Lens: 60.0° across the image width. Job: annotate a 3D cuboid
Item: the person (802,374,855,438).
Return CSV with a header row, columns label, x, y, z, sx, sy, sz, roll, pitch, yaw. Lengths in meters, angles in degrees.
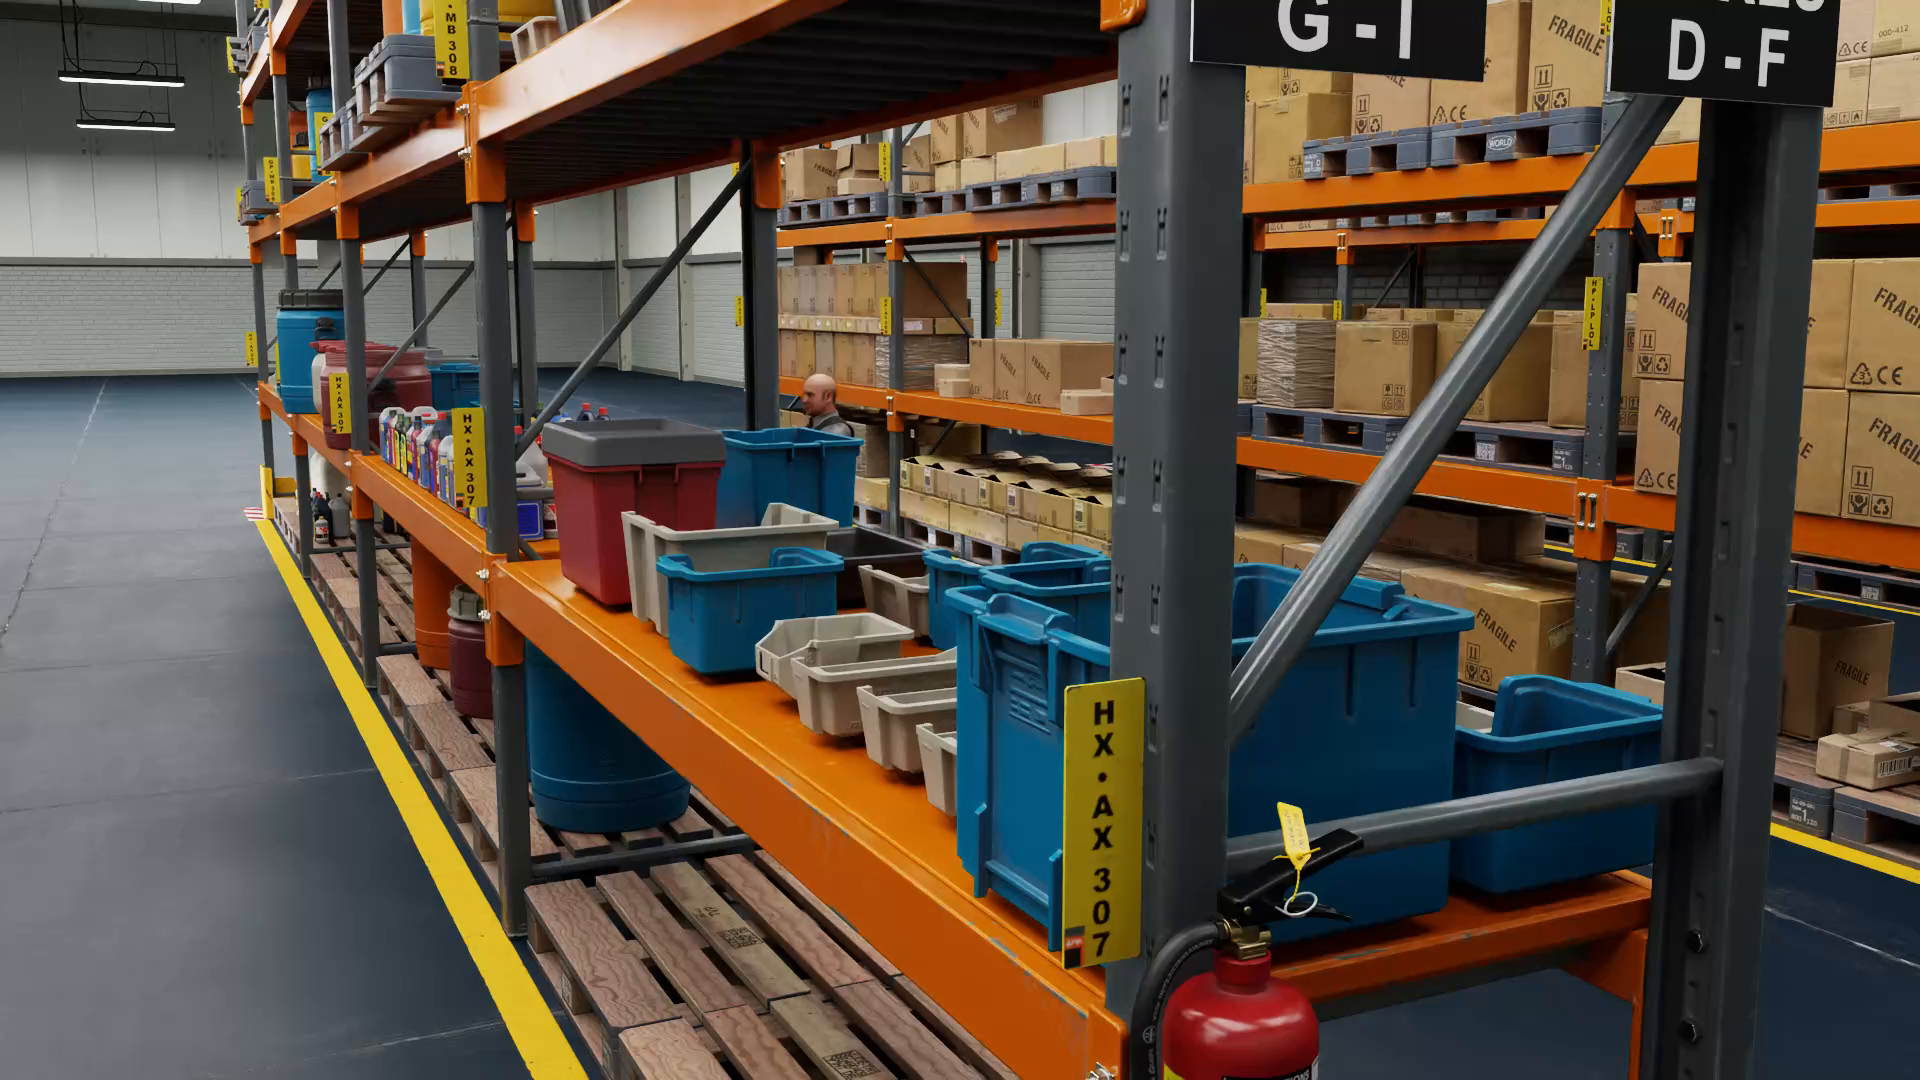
label,x,y,z,sx,sy,sz,roll,pitch,yaw
person,-0.821,-0.110,9.695,0.360,1.715,0.533,-4,9,-25
